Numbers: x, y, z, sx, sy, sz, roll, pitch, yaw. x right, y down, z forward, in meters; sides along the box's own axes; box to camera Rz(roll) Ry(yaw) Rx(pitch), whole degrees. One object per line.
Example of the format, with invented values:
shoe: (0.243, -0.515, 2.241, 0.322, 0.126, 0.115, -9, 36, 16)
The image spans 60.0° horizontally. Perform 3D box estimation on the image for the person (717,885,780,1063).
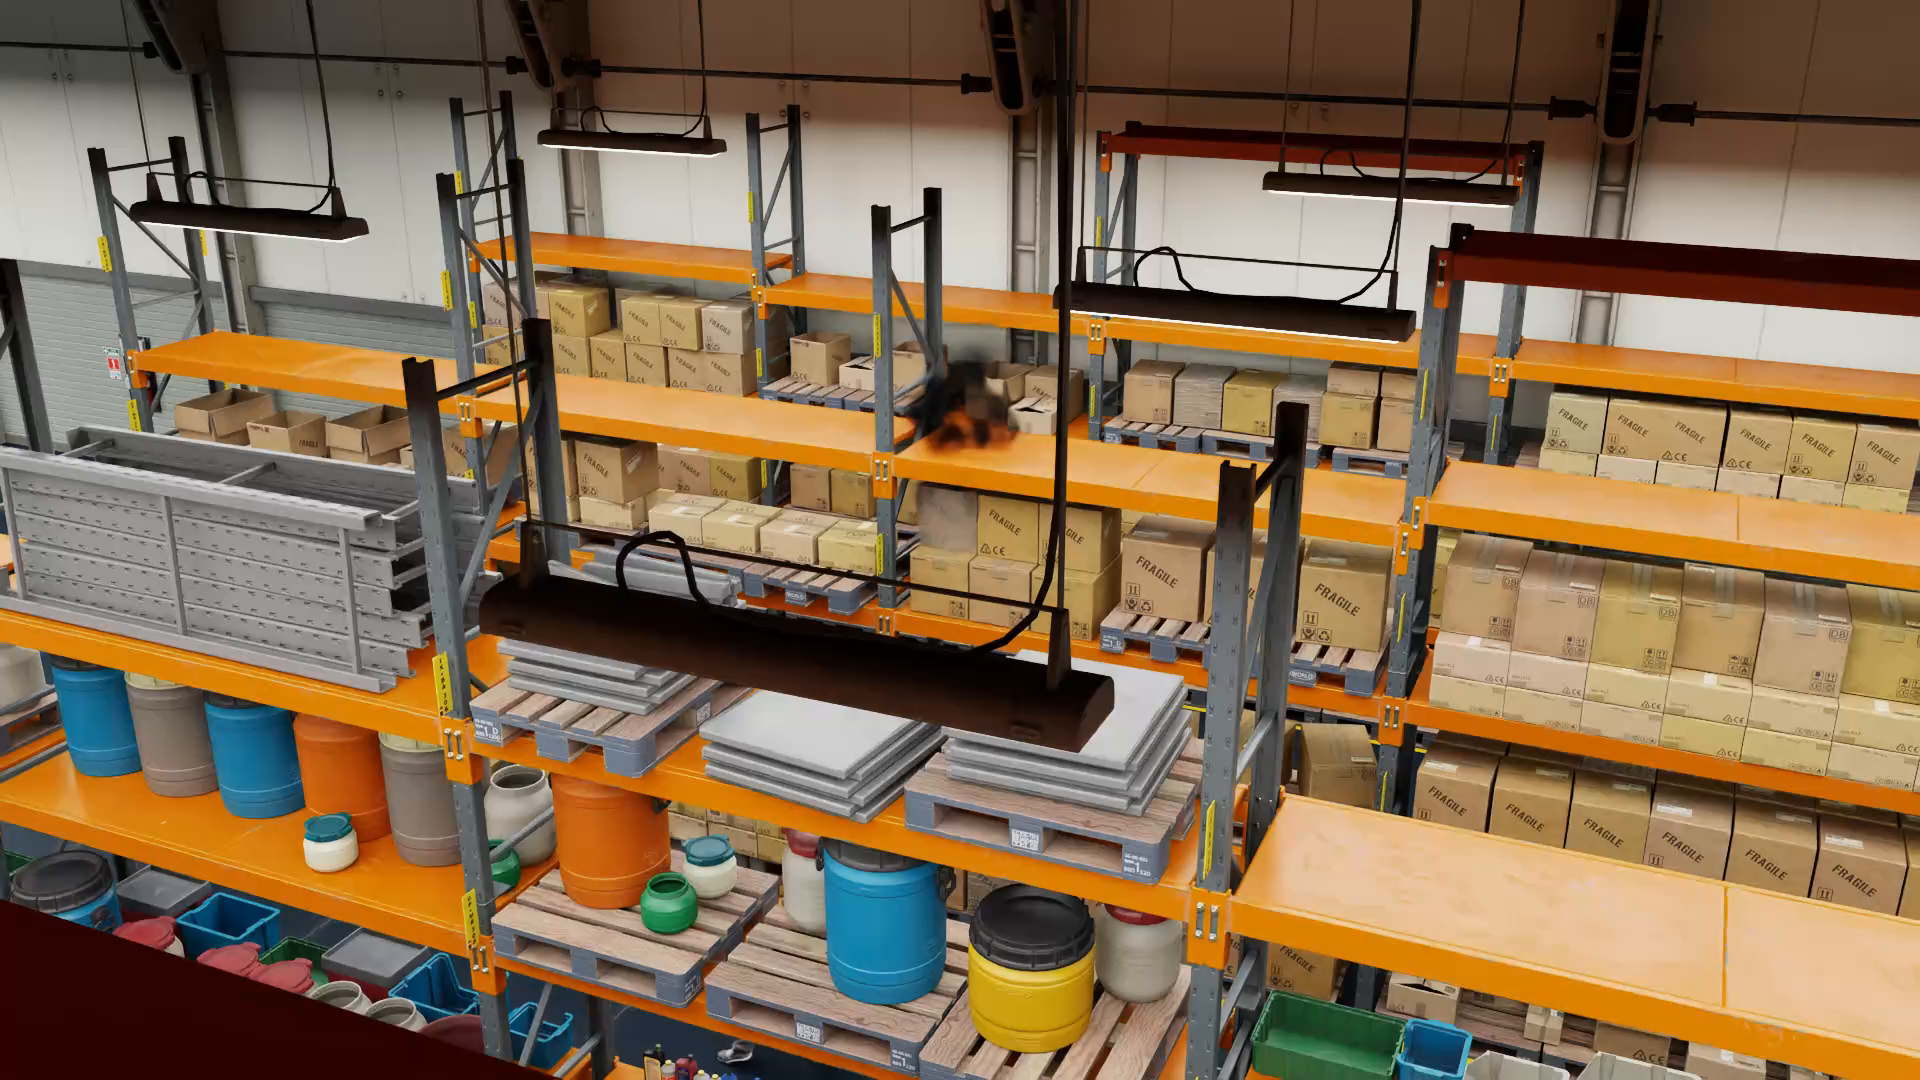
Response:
person: (-1.377, 3.131, 12.055, 0.872, 1.593, 0.540, 3, 21, 9)
